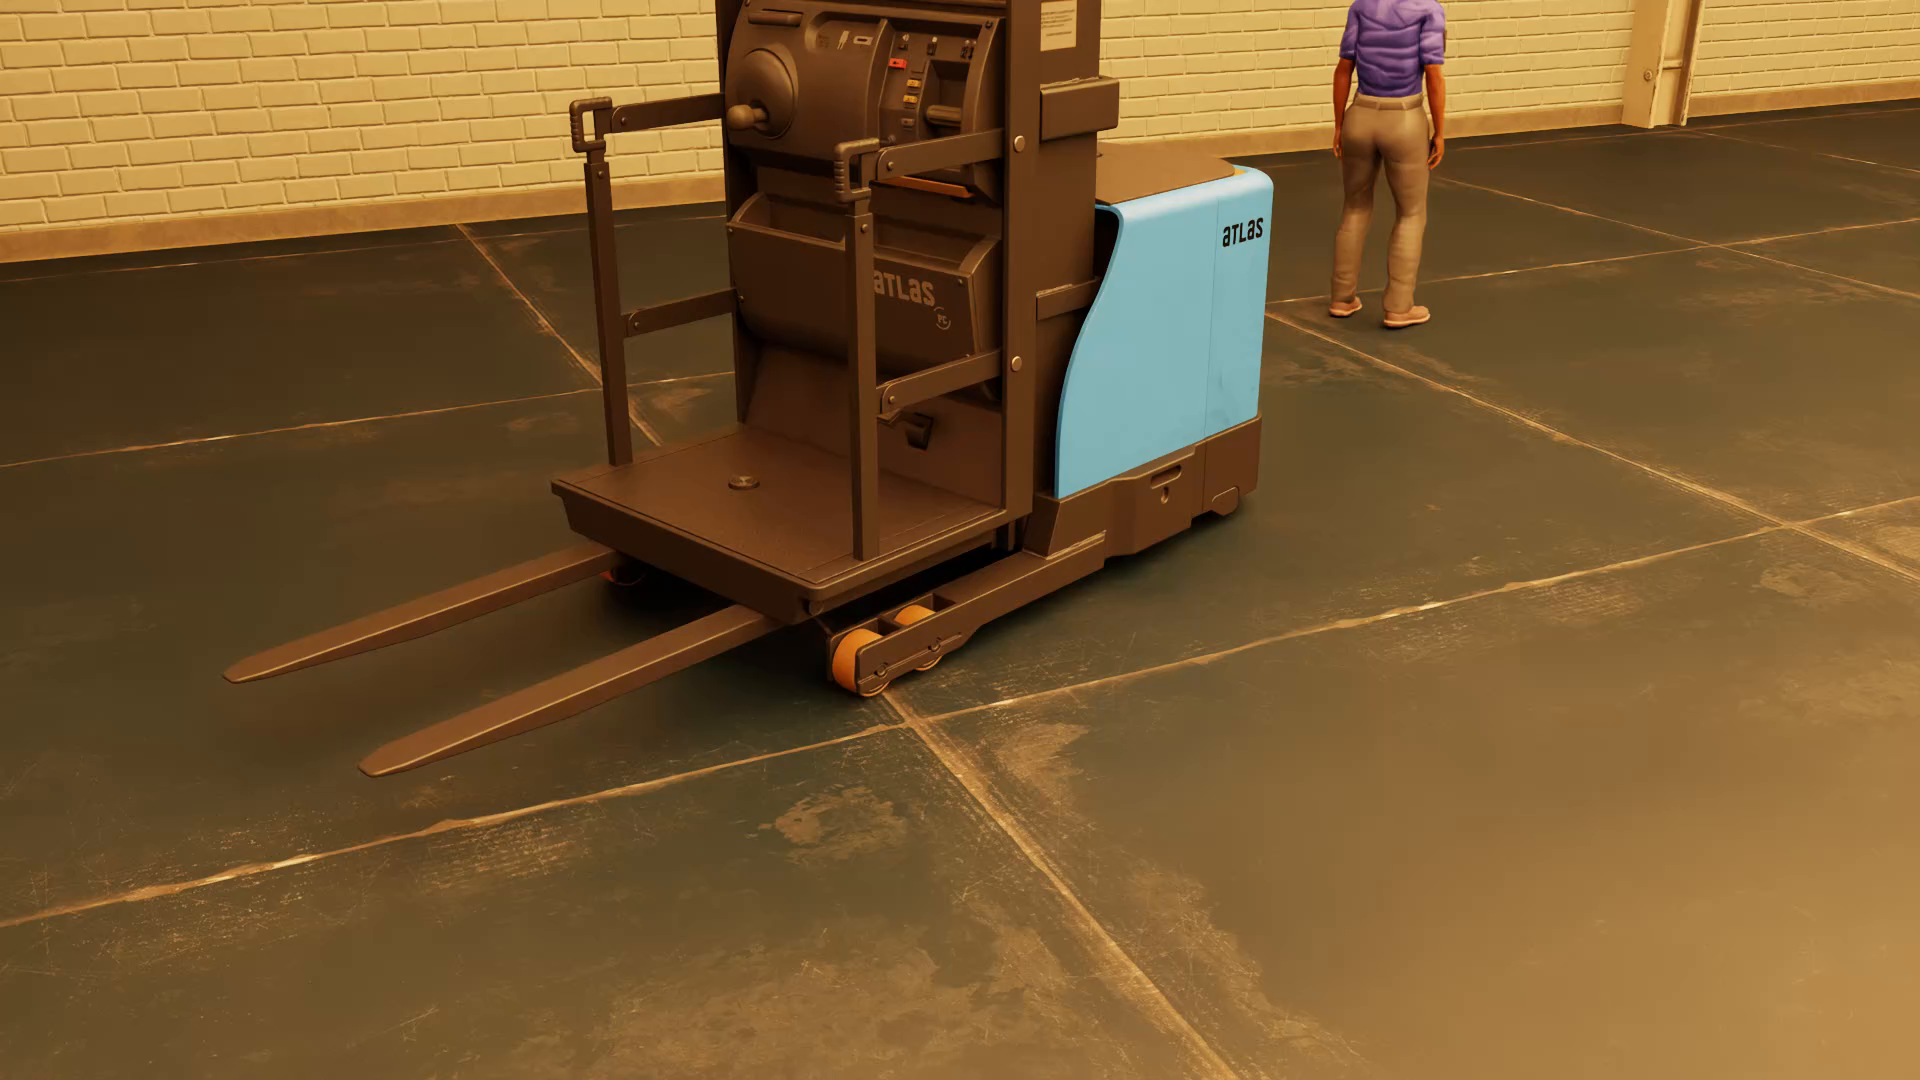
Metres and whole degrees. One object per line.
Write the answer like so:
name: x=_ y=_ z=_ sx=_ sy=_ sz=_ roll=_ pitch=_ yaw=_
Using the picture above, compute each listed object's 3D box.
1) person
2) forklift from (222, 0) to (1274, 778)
person: x=1.853 y=-1.769 z=7.212 sx=0.532 sy=1.654 sz=0.350 roll=14 pitch=26 yaw=31
forklift: x=-0.413 y=-1.182 z=4.131 sx=1.130 sy=2.935 sz=3.031 roll=19 pitch=29 yaw=39
